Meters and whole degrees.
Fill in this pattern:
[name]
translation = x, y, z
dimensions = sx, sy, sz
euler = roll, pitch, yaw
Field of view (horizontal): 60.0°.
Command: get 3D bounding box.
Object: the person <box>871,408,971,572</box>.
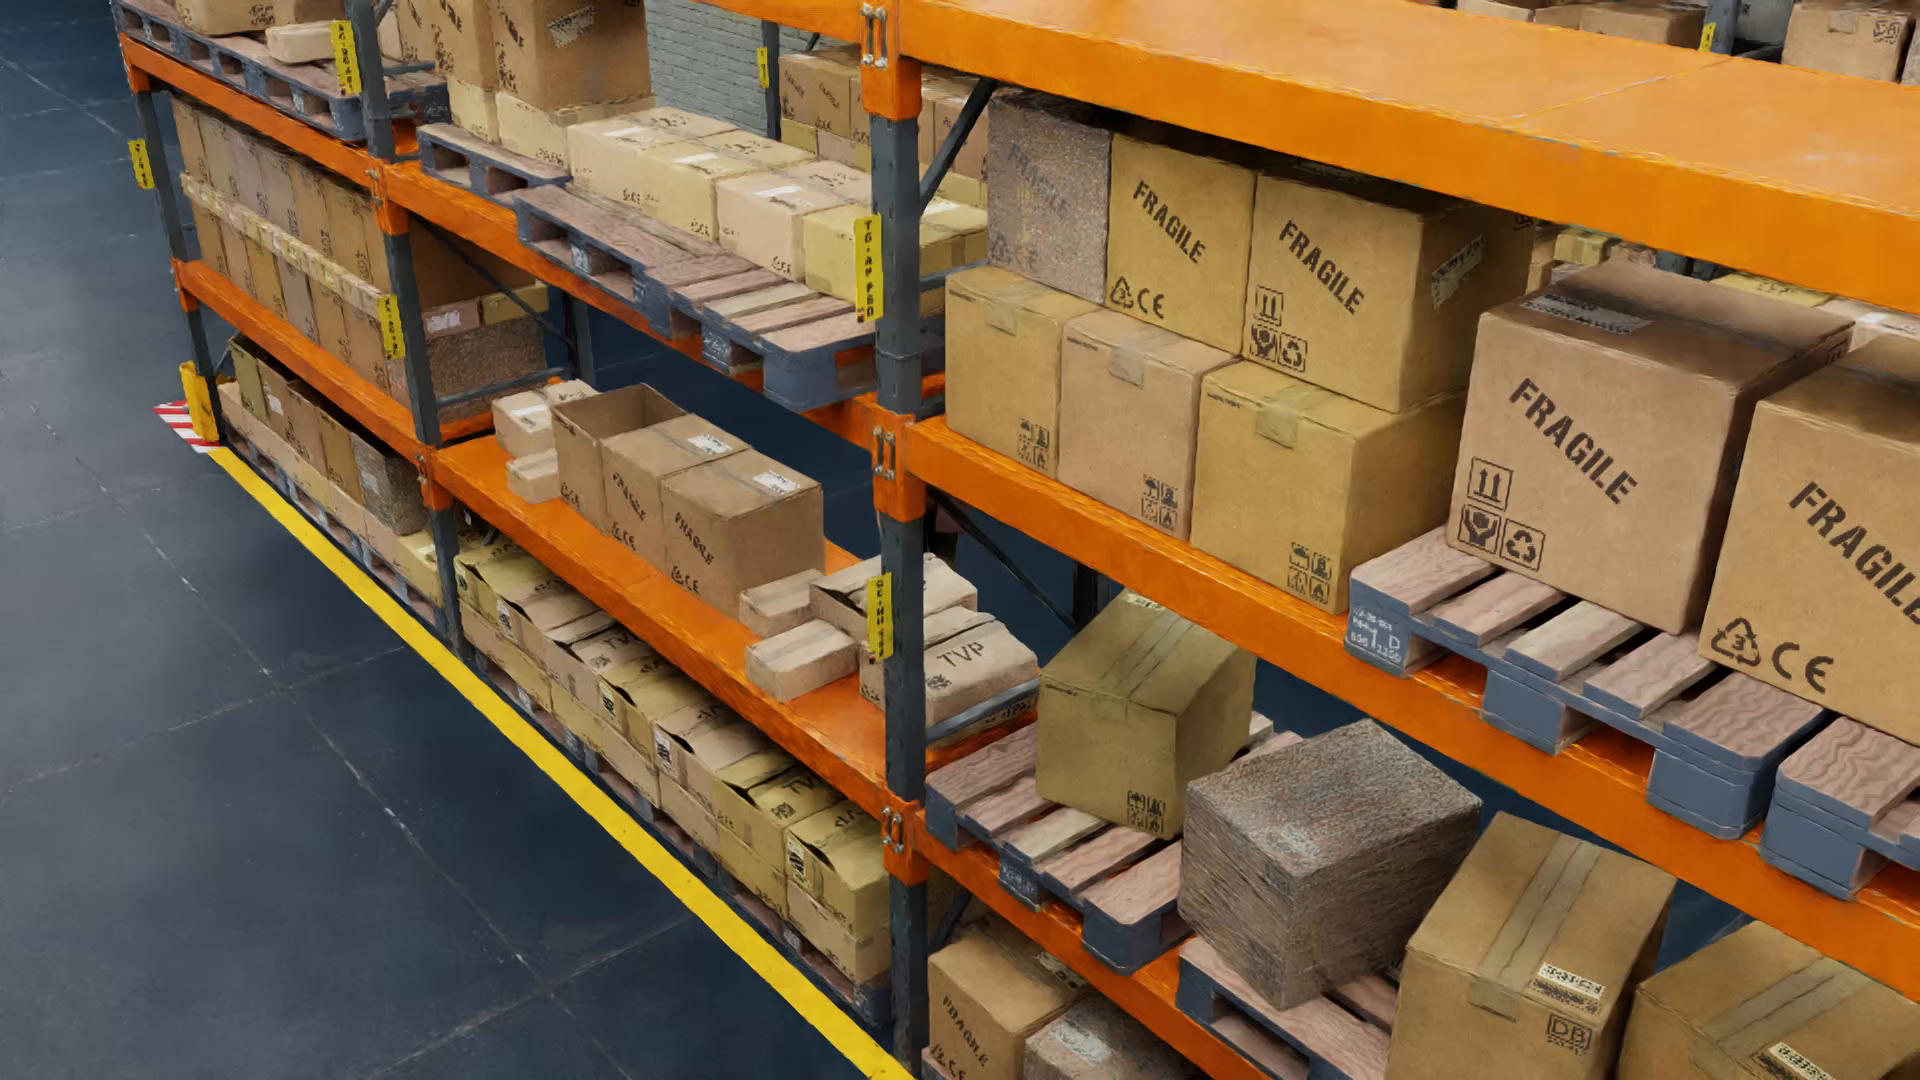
[person]
translation = -0.199, -0.306, 9.232
dimensions = 0.657, 1.725, 1.131
euler = -5, 28, -9
